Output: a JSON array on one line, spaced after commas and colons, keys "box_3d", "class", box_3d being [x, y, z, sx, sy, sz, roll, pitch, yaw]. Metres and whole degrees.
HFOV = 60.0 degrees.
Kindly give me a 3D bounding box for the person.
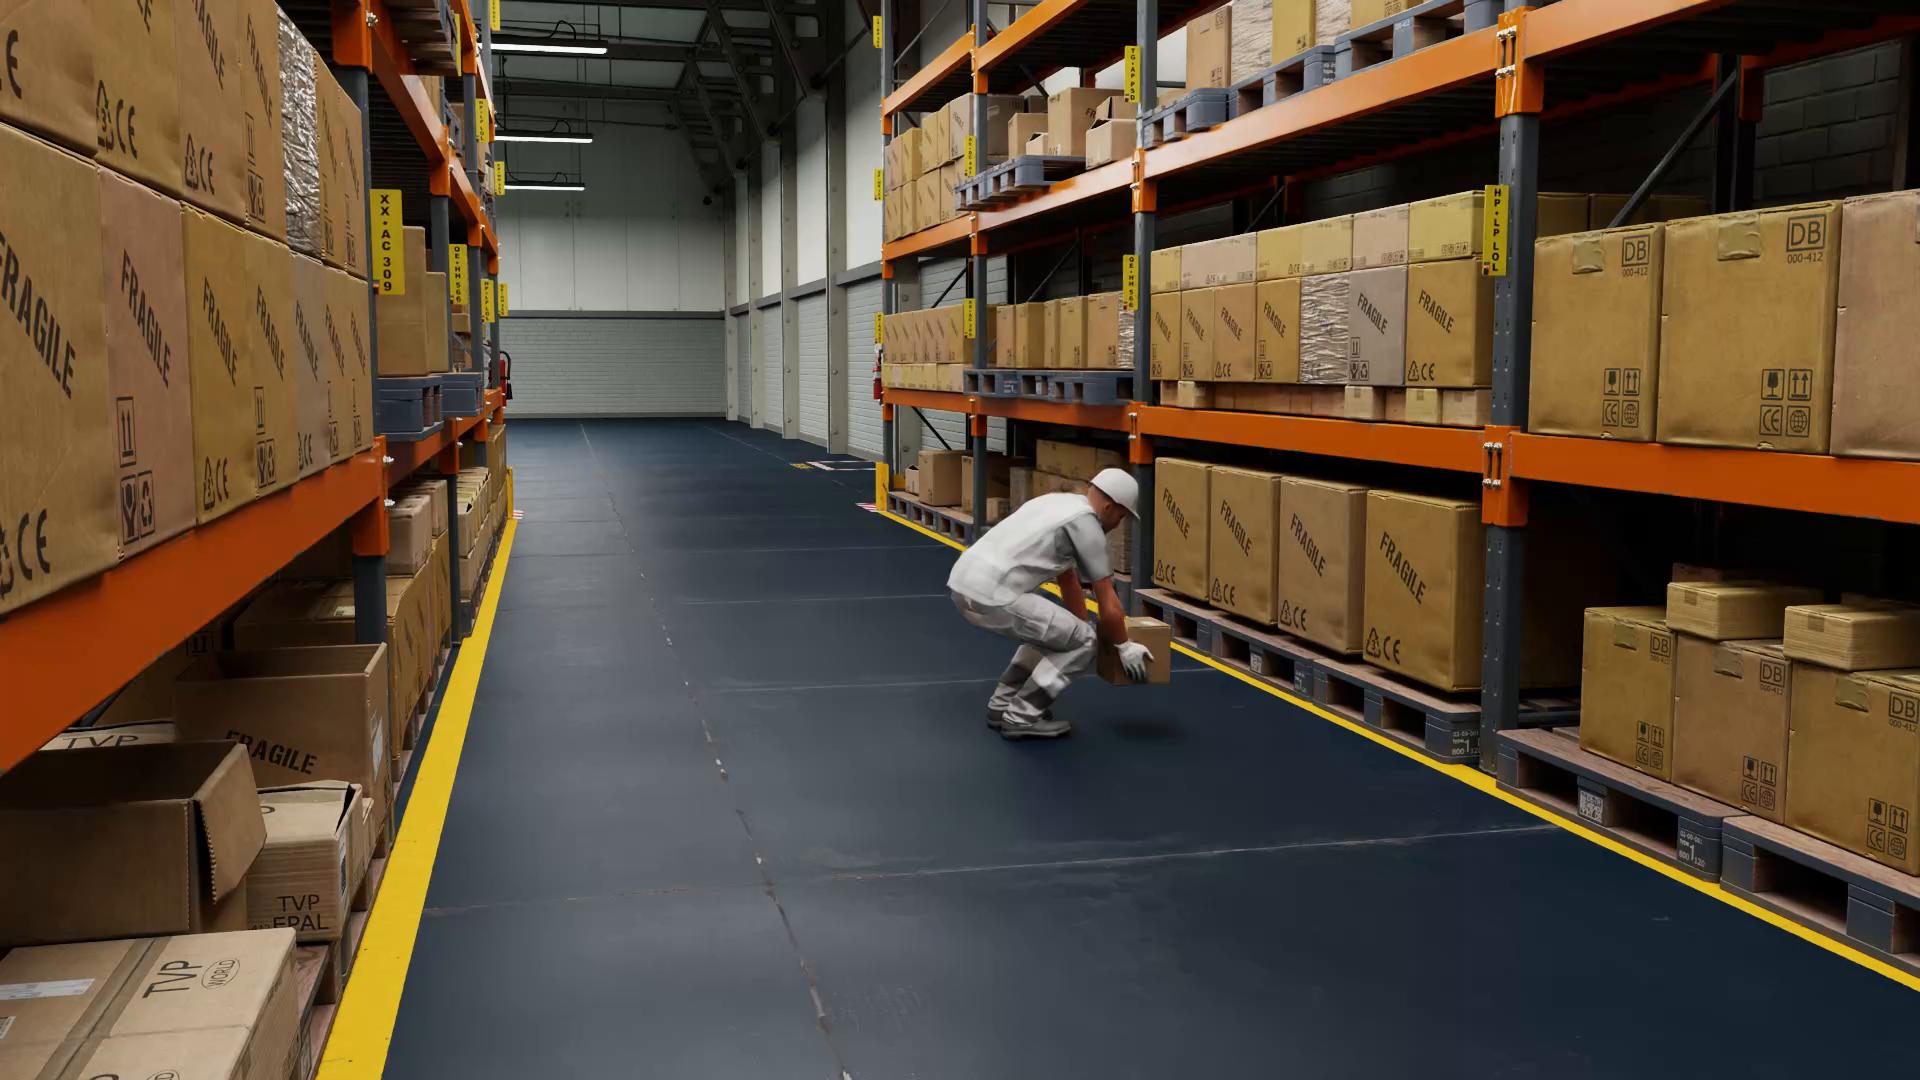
[{"box_3d": [0.367, 0.255, 7.089, 0.856, 1.114, 0.579, -1, 6, -14], "class": "person"}]
